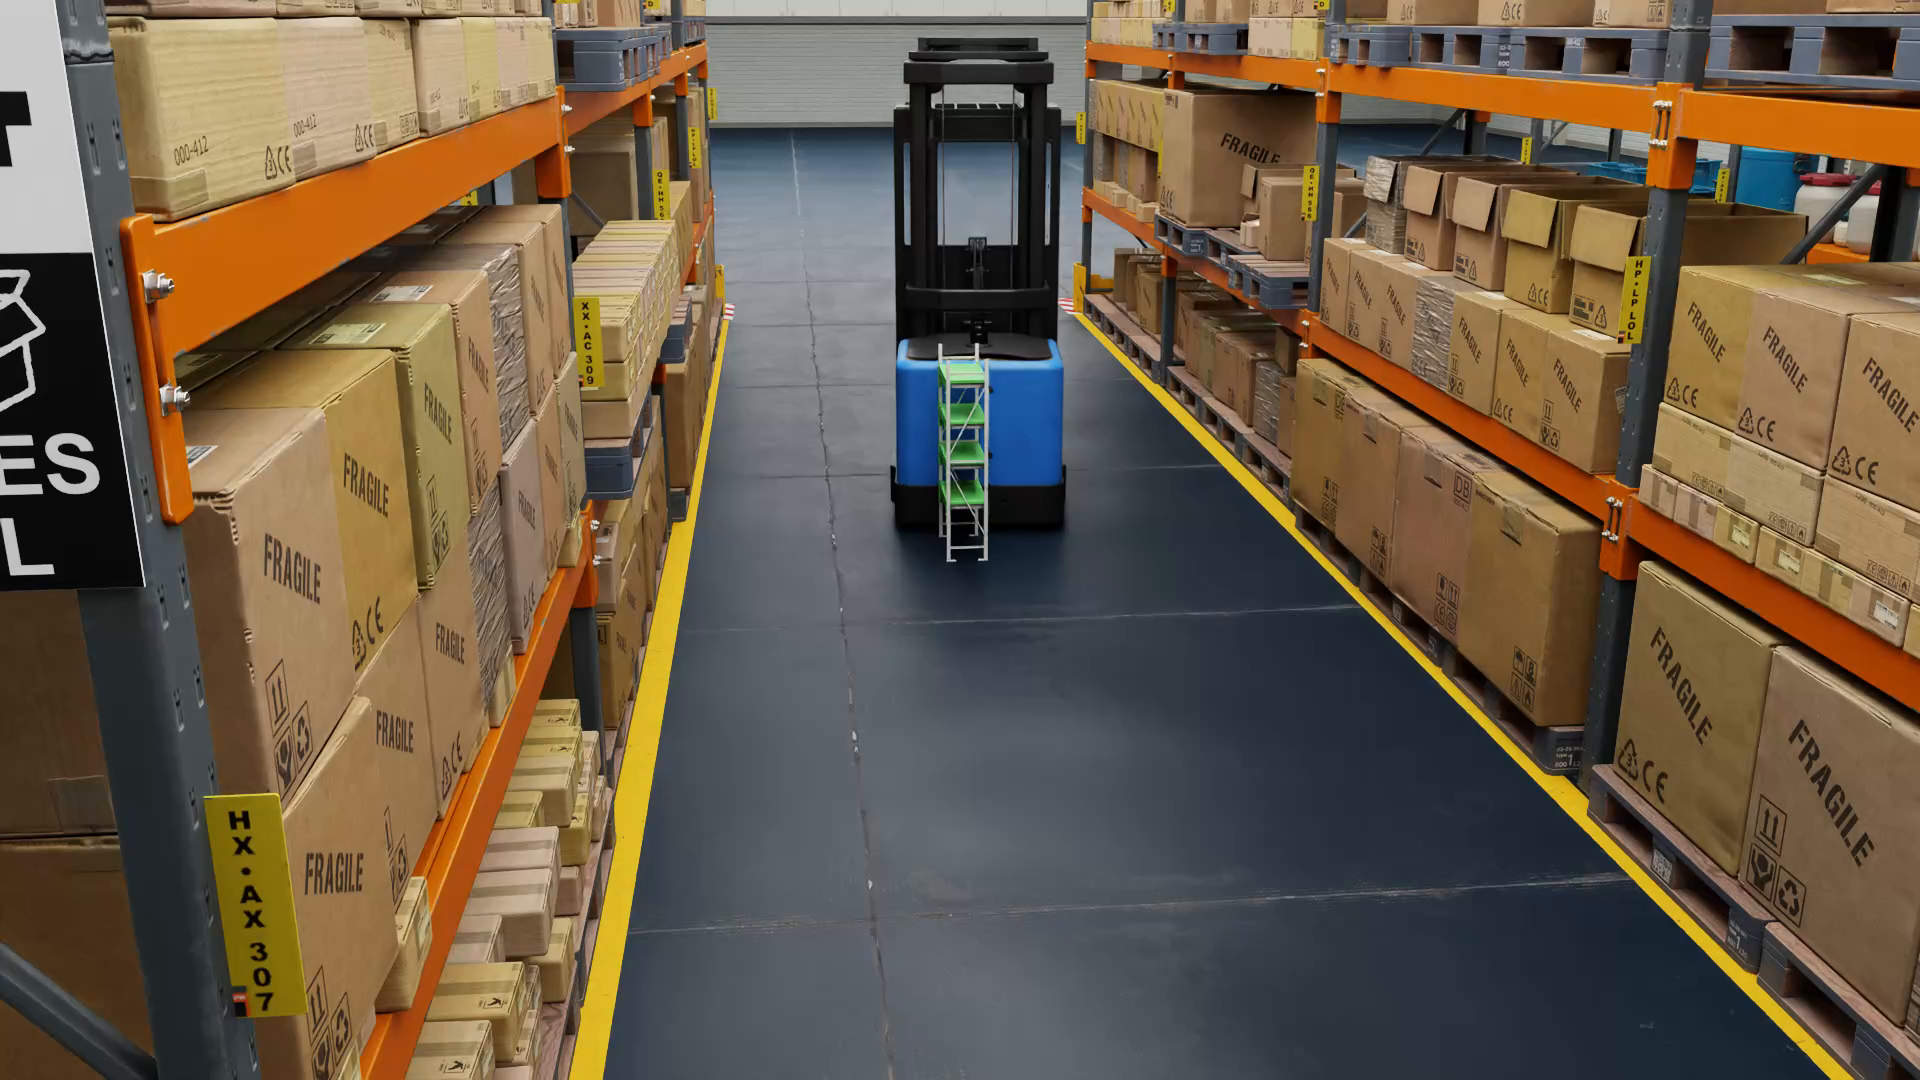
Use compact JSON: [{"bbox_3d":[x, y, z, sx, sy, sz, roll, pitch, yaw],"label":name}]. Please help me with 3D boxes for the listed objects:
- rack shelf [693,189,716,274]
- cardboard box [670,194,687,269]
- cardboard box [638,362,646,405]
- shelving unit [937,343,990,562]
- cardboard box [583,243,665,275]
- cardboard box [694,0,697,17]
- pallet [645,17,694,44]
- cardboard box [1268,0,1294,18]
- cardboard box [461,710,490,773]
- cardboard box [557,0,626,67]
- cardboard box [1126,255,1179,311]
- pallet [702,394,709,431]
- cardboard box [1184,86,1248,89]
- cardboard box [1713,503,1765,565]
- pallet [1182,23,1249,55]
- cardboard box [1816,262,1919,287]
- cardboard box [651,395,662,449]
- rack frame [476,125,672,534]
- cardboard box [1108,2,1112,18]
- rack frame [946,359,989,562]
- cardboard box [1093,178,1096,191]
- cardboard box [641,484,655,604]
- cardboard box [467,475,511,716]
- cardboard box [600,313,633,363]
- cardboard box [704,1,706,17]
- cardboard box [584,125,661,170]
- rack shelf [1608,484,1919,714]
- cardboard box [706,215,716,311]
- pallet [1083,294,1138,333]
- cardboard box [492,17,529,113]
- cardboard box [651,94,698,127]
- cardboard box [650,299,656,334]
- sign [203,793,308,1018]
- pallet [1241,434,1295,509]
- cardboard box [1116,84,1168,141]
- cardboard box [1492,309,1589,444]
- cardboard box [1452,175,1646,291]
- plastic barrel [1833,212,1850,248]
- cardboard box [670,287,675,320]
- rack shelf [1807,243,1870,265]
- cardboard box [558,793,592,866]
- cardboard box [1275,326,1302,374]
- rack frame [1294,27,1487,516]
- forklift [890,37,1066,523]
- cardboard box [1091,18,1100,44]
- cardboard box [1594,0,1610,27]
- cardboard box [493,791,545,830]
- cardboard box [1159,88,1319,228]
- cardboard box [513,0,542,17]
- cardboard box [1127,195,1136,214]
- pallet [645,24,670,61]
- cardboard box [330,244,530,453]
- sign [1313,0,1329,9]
[{"bbox_3d":[-2.911,-2.915,15.654,1.077,0.370,4.000,-2,18,-6],"label":"rack shelf"},{"bbox_3d":[-2.280,-2.261,12.205,0.500,0.500,0.500,-2,17,-5],"label":"cardboard box"},{"bbox_3d":[-1.519,-0.648,6.950,0.380,0.149,0.250,-2,18,-5],"label":"cardboard box"},{"bbox_3d":[0.017,-0.523,9.840,0.258,1.200,0.503,-2,18,-6],"label":"shelving unit"},{"bbox_3d":[-1.684,-1.398,8.348,0.380,0.149,0.250,-2,18,-6],"label":"cardboard box"},{"bbox_3d":[-2.537,-4.720,14.746,0.380,0.149,0.250,-2,18,-6],"label":"cardboard box"},{"bbox_3d":[-2.778,-4.295,13.990,1.003,0.211,1.213,-2,18,-6],"label":"pallet"},{"bbox_3d":[2.291,-3.598,10.619,0.500,0.500,0.500,-2,18,-6],"label":"cardboard box"},{"bbox_3d":[-1.385,0.463,4.113,0.380,0.149,0.250,-1,17,-4],"label":"cardboard box"},{"bbox_3d":[-1.868,-2.489,7.923,0.500,0.500,0.500,-2,18,-6],"label":"cardboard box"},{"bbox_3d":[1.971,-2.621,16.990,0.500,0.500,0.500,3,18,9],"label":"cardboard box"},{"bbox_3d":[-2.550,-1.104,13.341,1.003,0.211,1.213,-2,18,-6],"label":"pallet"},{"bbox_3d":[2.342,-3.892,15.232,0.500,0.500,0.500,-2,18,-6],"label":"cardboard box"},{"bbox_3d":[2.819,-0.027,5.673,0.380,0.149,0.250,-1,17,-4],"label":"cardboard box"},{"bbox_3d":[2.307,-3.630,12.039,1.213,0.211,1.003,-2,18,-6],"label":"pallet"},{"bbox_3d":[3.378,-0.701,5.904,0.500,0.500,0.500,-1,17,-4],"label":"cardboard box"},{"bbox_3d":[-1.960,-0.640,9.428,0.500,0.250,0.500,-2,18,-7],"label":"cardboard box"},{"bbox_3d":[-2.292,-1.470,9.852,1.000,3.000,0.127,-2,18,-6],"label":"rack frame"},{"bbox_3d":[1.662,-5.202,16.317,0.380,0.149,0.250,-1,17,-3],"label":"cardboard box"},{"bbox_3d":[0.042,-0.450,9.609,0.240,1.200,0.015,-2,18,-6],"label":"rack frame"},{"bbox_3d":[1.619,-3.765,17.580,0.380,0.149,0.250,-2,18,-6],"label":"cardboard box"},{"bbox_3d":[-1.843,0.022,8.572,0.500,0.500,0.500,-3,18,-8],"label":"cardboard box"},{"bbox_3d":[-1.415,0.125,4.109,0.500,0.500,0.500,-2,18,-7],"label":"cardboard box"},{"bbox_3d":[-1.462,-0.774,6.361,0.380,0.149,0.250,-1,17,-3],"label":"cardboard box"},{"bbox_3d":[-2.745,-5.324,16.673,0.380,0.149,0.250,-2,18,-6],"label":"cardboard box"},{"bbox_3d":[-2.540,-2.735,12.045,0.700,0.500,0.500,-2,18,-5],"label":"cardboard box"},{"bbox_3d":[3.271,0.537,4.658,1.077,0.370,4.000,-2,18,-6],"label":"rack shelf"},{"bbox_3d":[-2.981,-2.840,17.063,0.875,0.875,0.875,-2,18,-5],"label":"cardboard box"},{"bbox_3d":[1.884,-2.381,17.408,1.003,0.211,1.213,-2,18,-6],"label":"pallet"},{"bbox_3d":[-1.520,-1.351,4.715,0.500,0.250,0.500,-2,18,-6],"label":"cardboard box"},{"bbox_3d":[-2.799,-3.685,14.854,0.875,0.550,0.550,-2,18,-6],"label":"cardboard box"},{"bbox_3d":[-1.603,-1.023,7.650,0.380,0.149,0.250,-2,18,-7],"label":"cardboard box"},{"bbox_3d":[-0.927,0.483,2.184,0.100,0.325,0.005,-2,18,-6],"label":"sign"},{"bbox_3d":[2.573,-0.496,11.404,1.003,0.211,1.213,-2,18,-6],"label":"pallet"},{"bbox_3d":[1.768,-4.024,15.655,0.500,0.500,0.500,-2,18,-6],"label":"cardboard box"},{"bbox_3d":[2.701,-0.728,7.321,0.500,0.500,0.500,-1,17,-4],"label":"cardboard box"},{"bbox_3d":[2.852,-1.507,8.129,0.797,0.503,0.637,-1,17,-4],"label":"cardboard box"},{"bbox_3d":[7.150,-2.473,13.277,0.301,0.262,0.301,0,17,0],"label":"plastic barrel"},{"bbox_3d":[-1.733,-1.267,8.924,0.380,0.149,0.250,-1,17,-5],"label":"cardboard box"},{"bbox_3d":[7.373,-1.999,12.738,1.077,0.370,4.000,-2,18,-6],"label":"rack shelf"},{"bbox_3d":[-1.445,0.983,5.600,0.380,0.149,0.250,-2,18,-8],"label":"cardboard box"},{"bbox_3d":[2.489,-1.325,11.576,0.500,0.250,0.500,0,17,1],"label":"cardboard box"},{"bbox_3d":[2.652,-1.593,10.244,1.000,3.000,0.127,-2,18,-6],"label":"rack frame"},{"bbox_3d":[0.110,-1.887,11.294,1.130,2.935,3.031,0,17,0],"label":"forklift"},{"bbox_3d":[1.620,-5.185,16.927,0.500,0.250,0.500,-1,17,-4],"label":"cardboard box"},{"bbox_3d":[3.041,-2.320,7.000,0.500,0.311,0.500,-2,18,-8],"label":"cardboard box"},{"bbox_3d":[-1.536,0.924,5.291,0.380,0.149,0.250,-1,17,-4],"label":"cardboard box"},{"bbox_3d":[2.182,-3.031,13.120,1.000,1.000,1.000,-2,18,-5],"label":"cardboard box"},{"bbox_3d":[-1.579,-1.747,5.142,0.500,0.250,0.500,-3,18,-8],"label":"cardboard box"},{"bbox_3d":[1.785,-3.168,15.678,0.380,0.149,0.250,-2,18,-6],"label":"cardboard box"},{"bbox_3d":[-2.411,-3.001,10.037,1.213,0.211,1.003,-1,17,-3],"label":"pallet"},{"bbox_3d":[-1.464,-0.507,4.450,0.500,0.500,0.500,-1,17,-4],"label":"cardboard box"},{"bbox_3d":[2.112,-3.255,9.666,0.100,0.325,0.005,-2,18,-6],"label":"sign"}]
